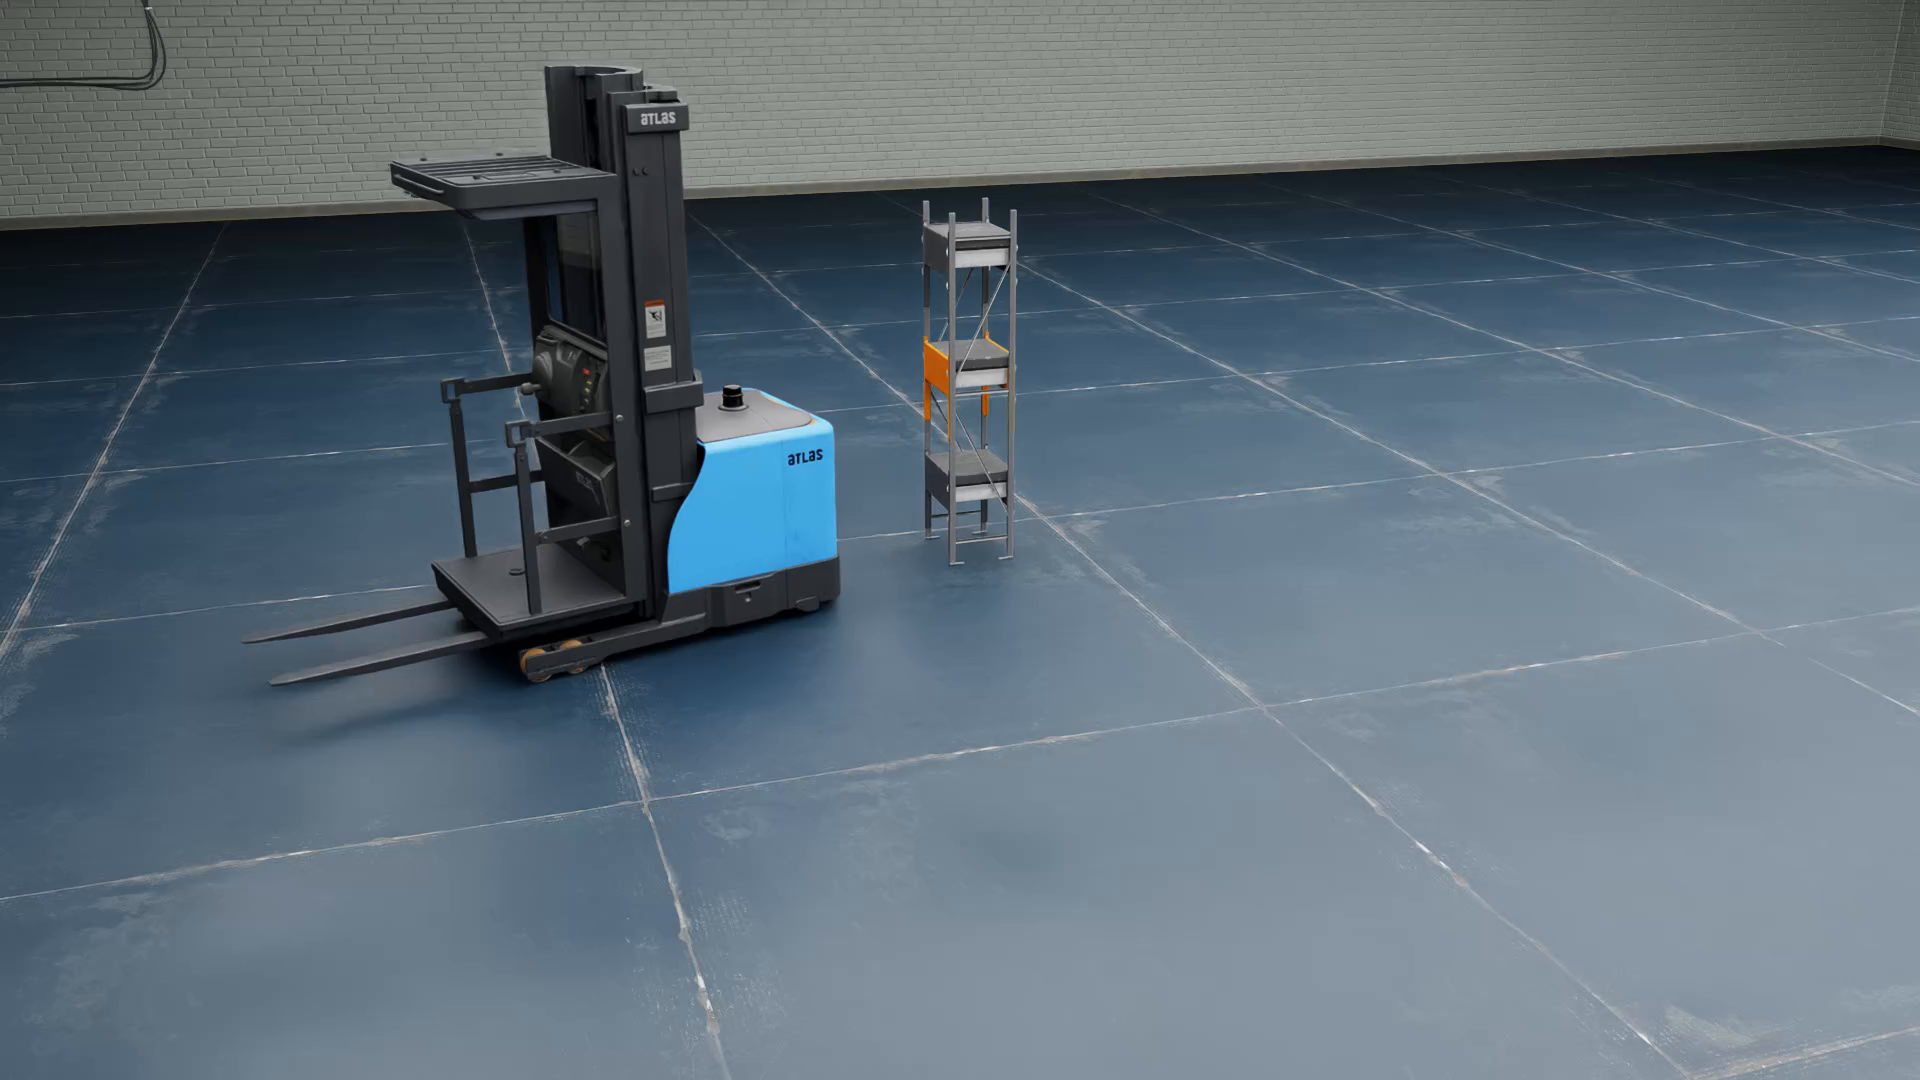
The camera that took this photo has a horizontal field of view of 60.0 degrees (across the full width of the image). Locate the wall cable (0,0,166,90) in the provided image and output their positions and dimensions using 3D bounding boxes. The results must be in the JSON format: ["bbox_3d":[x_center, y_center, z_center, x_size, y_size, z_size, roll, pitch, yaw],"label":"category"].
[{"bbox_3d":[-11.754,-6.864,20.809,3.097,2.526,0.112,-6,21,-17],"label":"wall cable"}]

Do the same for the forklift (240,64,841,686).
[{"bbox_3d":[-2.181,-0.863,8.482,3.031,2.935,1.130,-13,23,-32],"label":"forklift"}]

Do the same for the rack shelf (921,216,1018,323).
[{"bbox_3d":[0.052,-1.581,9.682,0.431,0.518,0.480,-6,21,-17],"label":"rack shelf"}]

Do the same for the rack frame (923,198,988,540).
[{"bbox_3d":[-0.025,-1.013,10.132,0.400,2.100,0.015,-6,21,-17],"label":"rack frame"}]

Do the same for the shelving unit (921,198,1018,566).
[{"bbox_3d":[0.052,-0.935,9.914,0.431,2.100,0.503,-6,21,-17],"label":"shelving unit"}]

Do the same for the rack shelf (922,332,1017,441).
[{"bbox_3d":[0.052,-0.922,9.918,0.431,0.518,0.480,-6,21,-17],"label":"rack shelf"}]

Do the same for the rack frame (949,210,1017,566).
[{"bbox_3d":[0.129,-0.857,9.696,0.400,2.100,0.015,-6,21,-17],"label":"rack frame"}]

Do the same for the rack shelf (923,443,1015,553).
[{"bbox_3d":[0.052,-0.263,10.155,0.431,0.518,0.480,-6,21,-17],"label":"rack shelf"}]
